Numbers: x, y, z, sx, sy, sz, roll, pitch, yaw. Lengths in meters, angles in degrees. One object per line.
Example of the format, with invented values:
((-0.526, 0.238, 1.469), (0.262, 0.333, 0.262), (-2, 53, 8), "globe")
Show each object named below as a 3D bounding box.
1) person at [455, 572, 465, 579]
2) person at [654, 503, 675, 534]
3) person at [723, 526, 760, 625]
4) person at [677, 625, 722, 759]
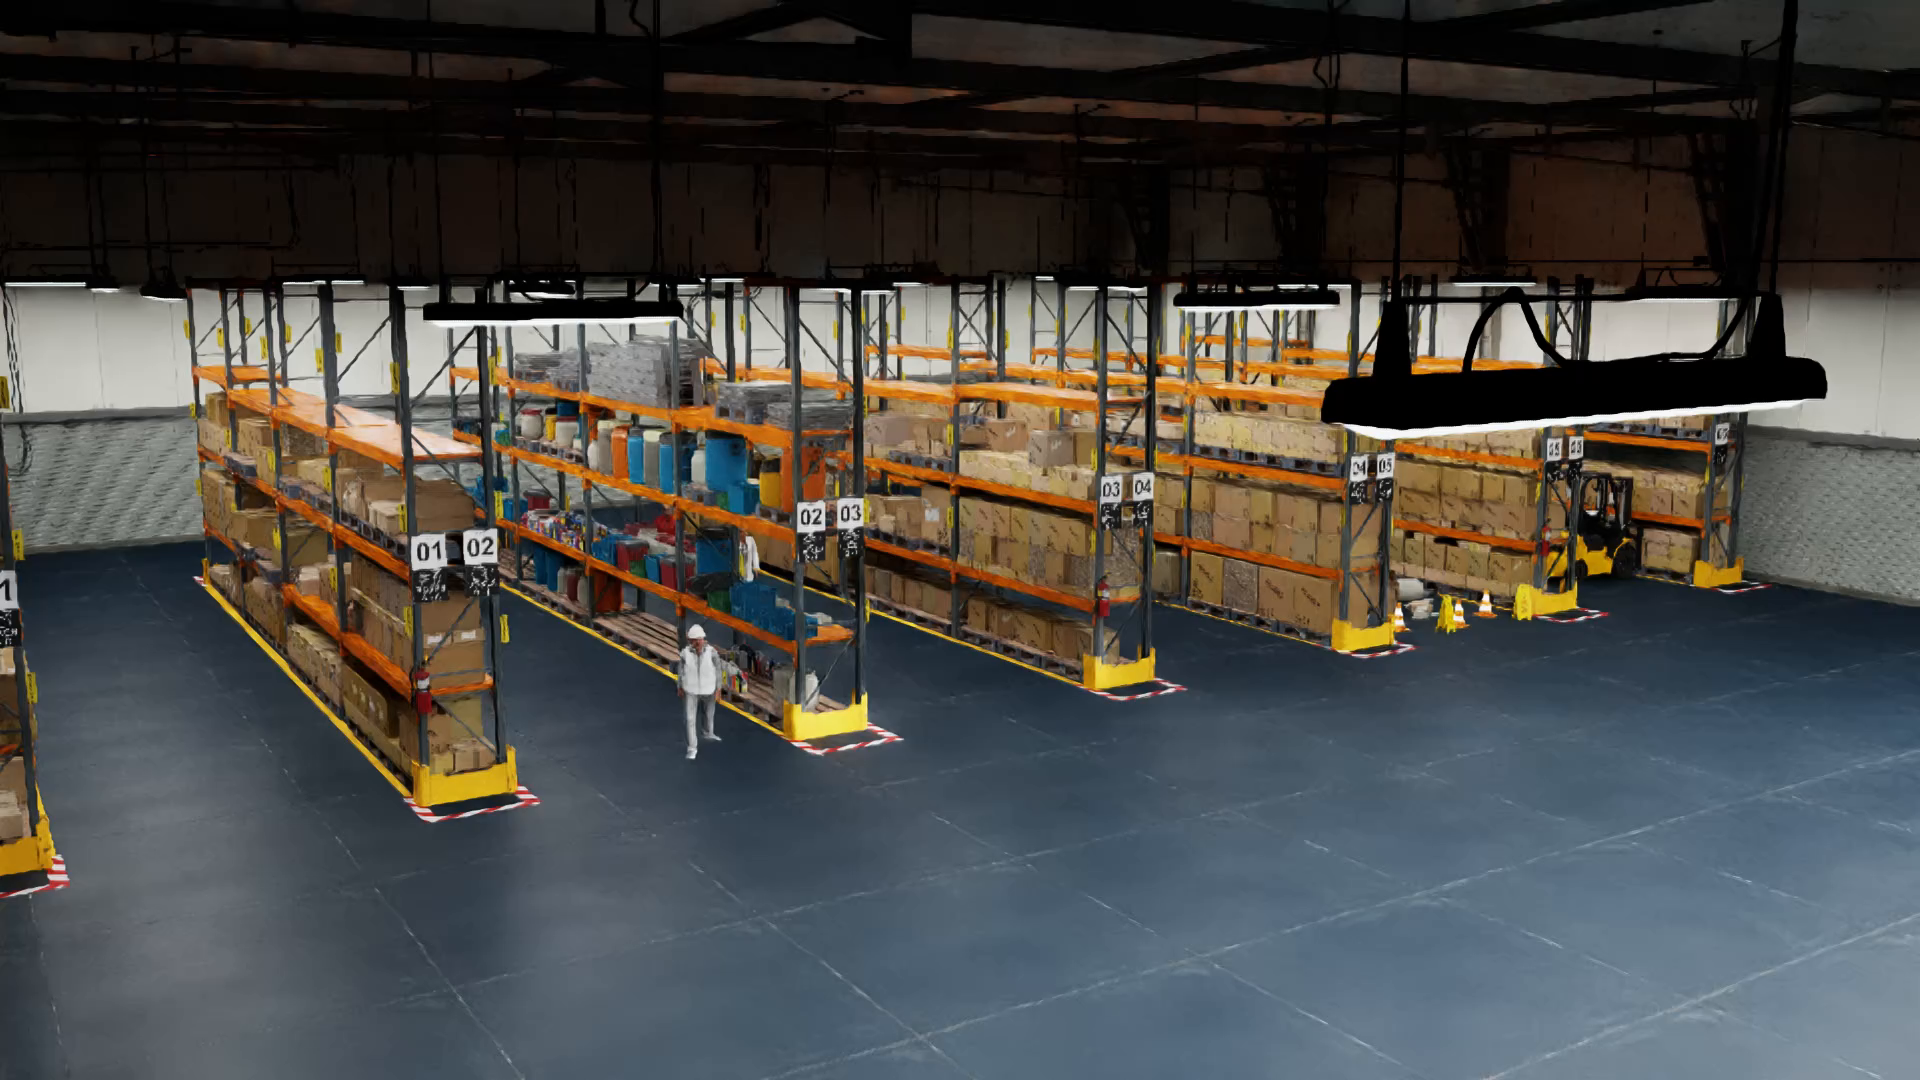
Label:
((-9.050, 0.505, 30.418), (0.566, 1.541, 0.519), (-7, 12, -34), "person")
((-5.677, 0.099, 32.377), (0.556, 1.666, 1.030), (-6, 11, -33), "person")
((-3.712, 0.552, 27.854), (0.729, 1.728, 0.546), (-6, 12, -34), "person")
((-3.364, 1.912, 21.511), (0.570, 1.722, 0.955), (-2, 10, -12), "person")
